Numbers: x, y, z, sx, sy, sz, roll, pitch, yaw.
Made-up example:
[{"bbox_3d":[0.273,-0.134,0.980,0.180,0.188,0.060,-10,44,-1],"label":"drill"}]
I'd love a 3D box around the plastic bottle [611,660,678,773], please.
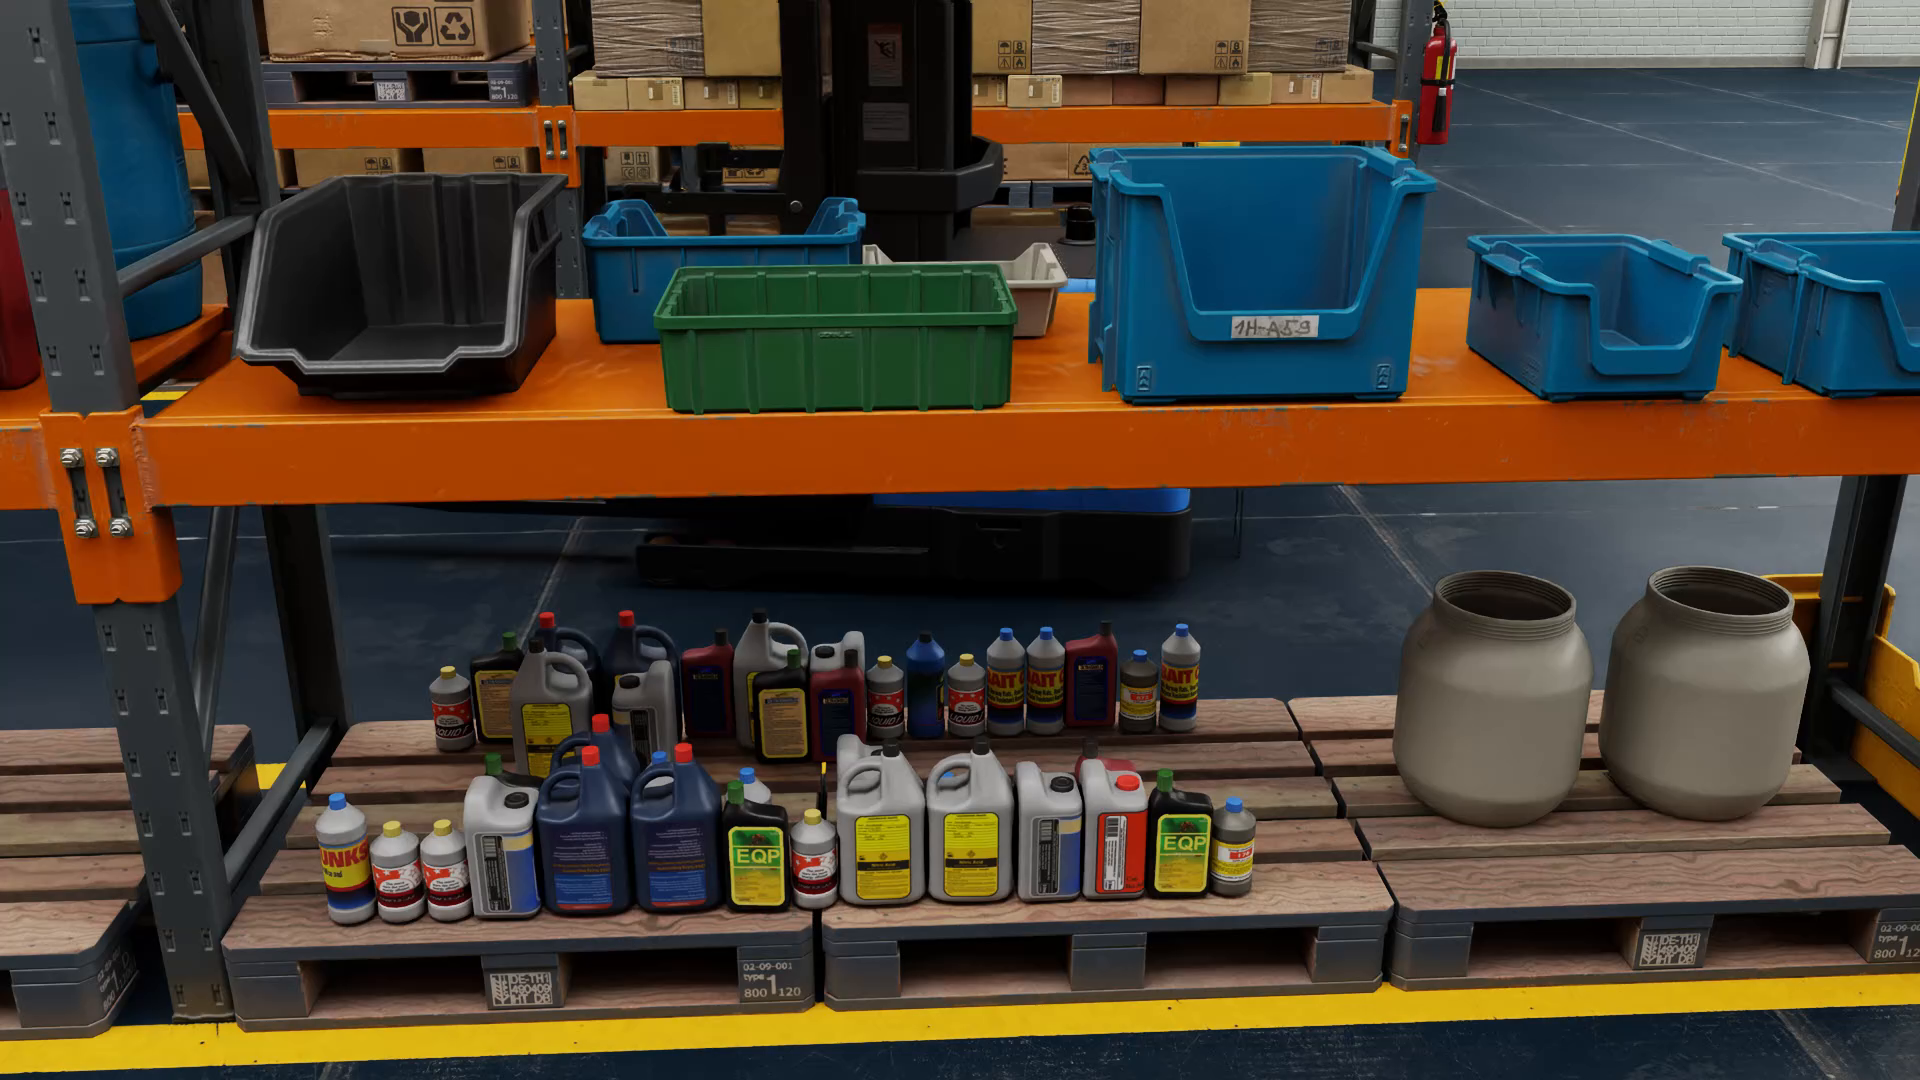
[{"bbox_3d":[-0.756,0.428,3.990,0.135,0.276,0.152,-1,21,-3],"label":"plastic bottle"}]

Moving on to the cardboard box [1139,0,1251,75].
[{"bbox_3d":[1.060,-2.544,8.028,0.500,0.500,0.875,-1,21,-3],"label":"cardboard box"}]

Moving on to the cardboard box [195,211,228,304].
[{"bbox_3d":[-3.541,-1.349,8.344,0.500,0.500,0.700,-3,21,-8],"label":"cardboard box"}]

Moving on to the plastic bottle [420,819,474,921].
[{"bbox_3d":[-1.062,0.676,3.445,0.097,0.201,0.097,0,21,0],"label":"plastic bottle"}]

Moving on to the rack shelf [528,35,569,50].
[{"bbox_3d":[-4.070,-3.718,12.682,4.000,0.370,1.077,-1,21,-3],"label":"rack shelf"}]

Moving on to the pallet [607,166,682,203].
[{"bbox_3d":[-2.839,-2.749,13.046,1.213,0.211,1.003,-1,21,-3],"label":"pallet"}]

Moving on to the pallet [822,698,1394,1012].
[{"bbox_3d":[0.286,0.707,3.968,1.213,0.211,1.003,-1,21,-3],"label":"pallet"}]

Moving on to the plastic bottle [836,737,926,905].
[{"bbox_3d":[-0.165,0.579,3.488,0.185,0.351,0.144,-1,21,-3],"label":"plastic bottle"}]

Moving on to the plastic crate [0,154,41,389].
[{"bbox_3d":[-2.074,-0.483,3.084,0.583,0.464,0.402,-1,21,-3],"label":"plastic crate"}]

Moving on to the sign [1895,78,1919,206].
[{"bbox_3d":[2.359,-0.978,4.084,0.005,0.325,0.100,-1,21,-3],"label":"sign"}]

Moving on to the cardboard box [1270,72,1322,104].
[{"bbox_3d":[1.580,-2.211,8.065,0.250,0.149,0.380,-1,21,-3],"label":"cardboard box"}]

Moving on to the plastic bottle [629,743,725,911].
[{"bbox_3d":[-0.590,0.588,3.466,0.185,0.351,0.144,-2,21,-5],"label":"plastic bottle"}]

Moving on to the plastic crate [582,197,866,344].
[{"bbox_3d":[-0.518,-0.621,3.745,0.616,0.251,0.499,-1,21,-3],"label":"plastic crate"}]

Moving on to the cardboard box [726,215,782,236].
[{"bbox_3d":[-0.918,-1.367,8.420,0.500,0.500,0.500,5,22,14],"label":"cardboard box"}]

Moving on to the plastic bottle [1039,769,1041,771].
[{"bbox_3d":[0.160,0.597,3.653,0.097,0.201,0.097,0,21,0],"label":"plastic bottle"}]

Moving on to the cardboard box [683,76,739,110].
[{"bbox_3d":[-1.160,-2.127,7.844,0.250,0.149,0.380,-1,21,-3],"label":"cardboard box"}]

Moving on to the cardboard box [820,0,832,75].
[{"bbox_3d":[-0.443,-2.548,8.038,0.500,0.500,0.875,-1,21,-3],"label":"cardboard box"}]

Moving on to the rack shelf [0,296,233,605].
[{"bbox_3d":[-3.605,-0.195,3.428,4.000,0.370,1.077,-1,21,-3],"label":"rack shelf"}]

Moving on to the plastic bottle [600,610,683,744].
[{"bbox_3d":[-0.790,0.341,4.113,0.185,0.351,0.144,-2,21,-6],"label":"plastic bottle"}]

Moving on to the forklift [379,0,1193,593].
[{"bbox_3d":[-0.695,-1.392,5.657,3.031,2.935,1.130,2,21,5],"label":"forklift"}]

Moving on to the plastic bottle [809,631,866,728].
[{"bbox_3d":[-0.305,0.368,4.149,0.135,0.276,0.152,-1,21,-2],"label":"plastic bottle"}]

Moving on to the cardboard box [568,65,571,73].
[{"bbox_3d":[-4.391,-4.777,17.556,0.625,0.372,0.950,0,21,-1],"label":"cardboard box"}]

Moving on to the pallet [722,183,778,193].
[{"bbox_3d":[-1.309,-2.779,13.125,1.213,0.211,1.003,-1,21,-3],"label":"pallet"}]

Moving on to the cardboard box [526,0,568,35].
[{"bbox_3d":[-3.083,-4.026,12.339,0.500,0.500,0.500,-1,21,-4],"label":"cardboard box"}]

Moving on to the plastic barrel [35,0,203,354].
[{"bbox_3d":[-2.011,-0.906,3.579,0.708,0.901,0.600,-1,21,-3],"label":"plastic barrel"}]

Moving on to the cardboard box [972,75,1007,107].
[{"bbox_3d":[0.085,-2.168,7.952,0.250,0.149,0.380,-1,21,-3],"label":"cardboard box"}]

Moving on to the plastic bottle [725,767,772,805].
[{"bbox_3d":[-0.445,0.609,3.522,0.097,0.271,0.097,0,21,0],"label":"plastic bottle"}]

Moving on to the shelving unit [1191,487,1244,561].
[{"bbox_3d":[0.913,-0.532,5.832,0.189,1.200,0.258,2,21,5],"label":"shelving unit"}]

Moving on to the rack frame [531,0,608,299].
[{"bbox_3d":[-1.891,-2.331,8.028,0.127,3.000,1.000,-1,21,-3],"label":"rack frame"}]

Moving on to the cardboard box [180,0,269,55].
[{"bbox_3d":[-3.616,-2.508,7.756,0.637,0.503,0.797,1,21,2],"label":"cardboard box"}]

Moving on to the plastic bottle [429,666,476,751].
[{"bbox_3d":[-1.263,0.413,4.136,0.097,0.201,0.097,0,21,0],"label":"plastic bottle"}]

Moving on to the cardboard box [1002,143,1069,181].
[{"bbox_3d":[0.369,-3.324,13.031,0.875,0.875,0.875,-1,21,-4],"label":"cardboard box"}]

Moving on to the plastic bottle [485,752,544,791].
[{"bbox_3d":[-0.950,0.587,3.562,0.133,0.283,0.061,-1,21,-3],"label":"plastic bottle"}]

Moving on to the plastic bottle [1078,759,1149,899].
[{"bbox_3d":[0.324,0.603,3.531,0.135,0.276,0.152,-1,21,-3],"label":"plastic bottle"}]

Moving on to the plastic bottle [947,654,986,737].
[{"bbox_3d":[0.017,0.386,4.205,0.097,0.201,0.097,0,21,0],"label":"plastic bottle"}]

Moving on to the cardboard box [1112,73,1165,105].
[{"bbox_3d":[0.831,-2.198,8.030,0.250,0.149,0.380,-1,21,-3],"label":"cardboard box"}]

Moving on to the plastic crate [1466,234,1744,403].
[{"bbox_3d":[1.254,-0.456,3.311,0.408,0.251,0.499,-1,21,-3],"label":"plastic crate"}]

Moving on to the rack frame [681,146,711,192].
[{"bbox_3d":[-2.073,-4.095,12.661,0.127,3.000,1.000,-1,21,-3],"label":"rack frame"}]

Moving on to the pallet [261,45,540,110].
[{"bbox_3d":[-2.662,-2.278,8.157,1.213,0.211,1.003,-1,21,-3],"label":"pallet"}]

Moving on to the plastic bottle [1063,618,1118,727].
[{"bbox_3d":[0.331,0.335,4.224,0.133,0.283,0.061,-1,21,-2],"label":"plastic bottle"}]

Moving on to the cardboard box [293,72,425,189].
[{"bbox_3d":[-4.581,-3.158,12.772,0.750,0.750,1.050,-1,21,-2],"label":"cardboard box"}]
